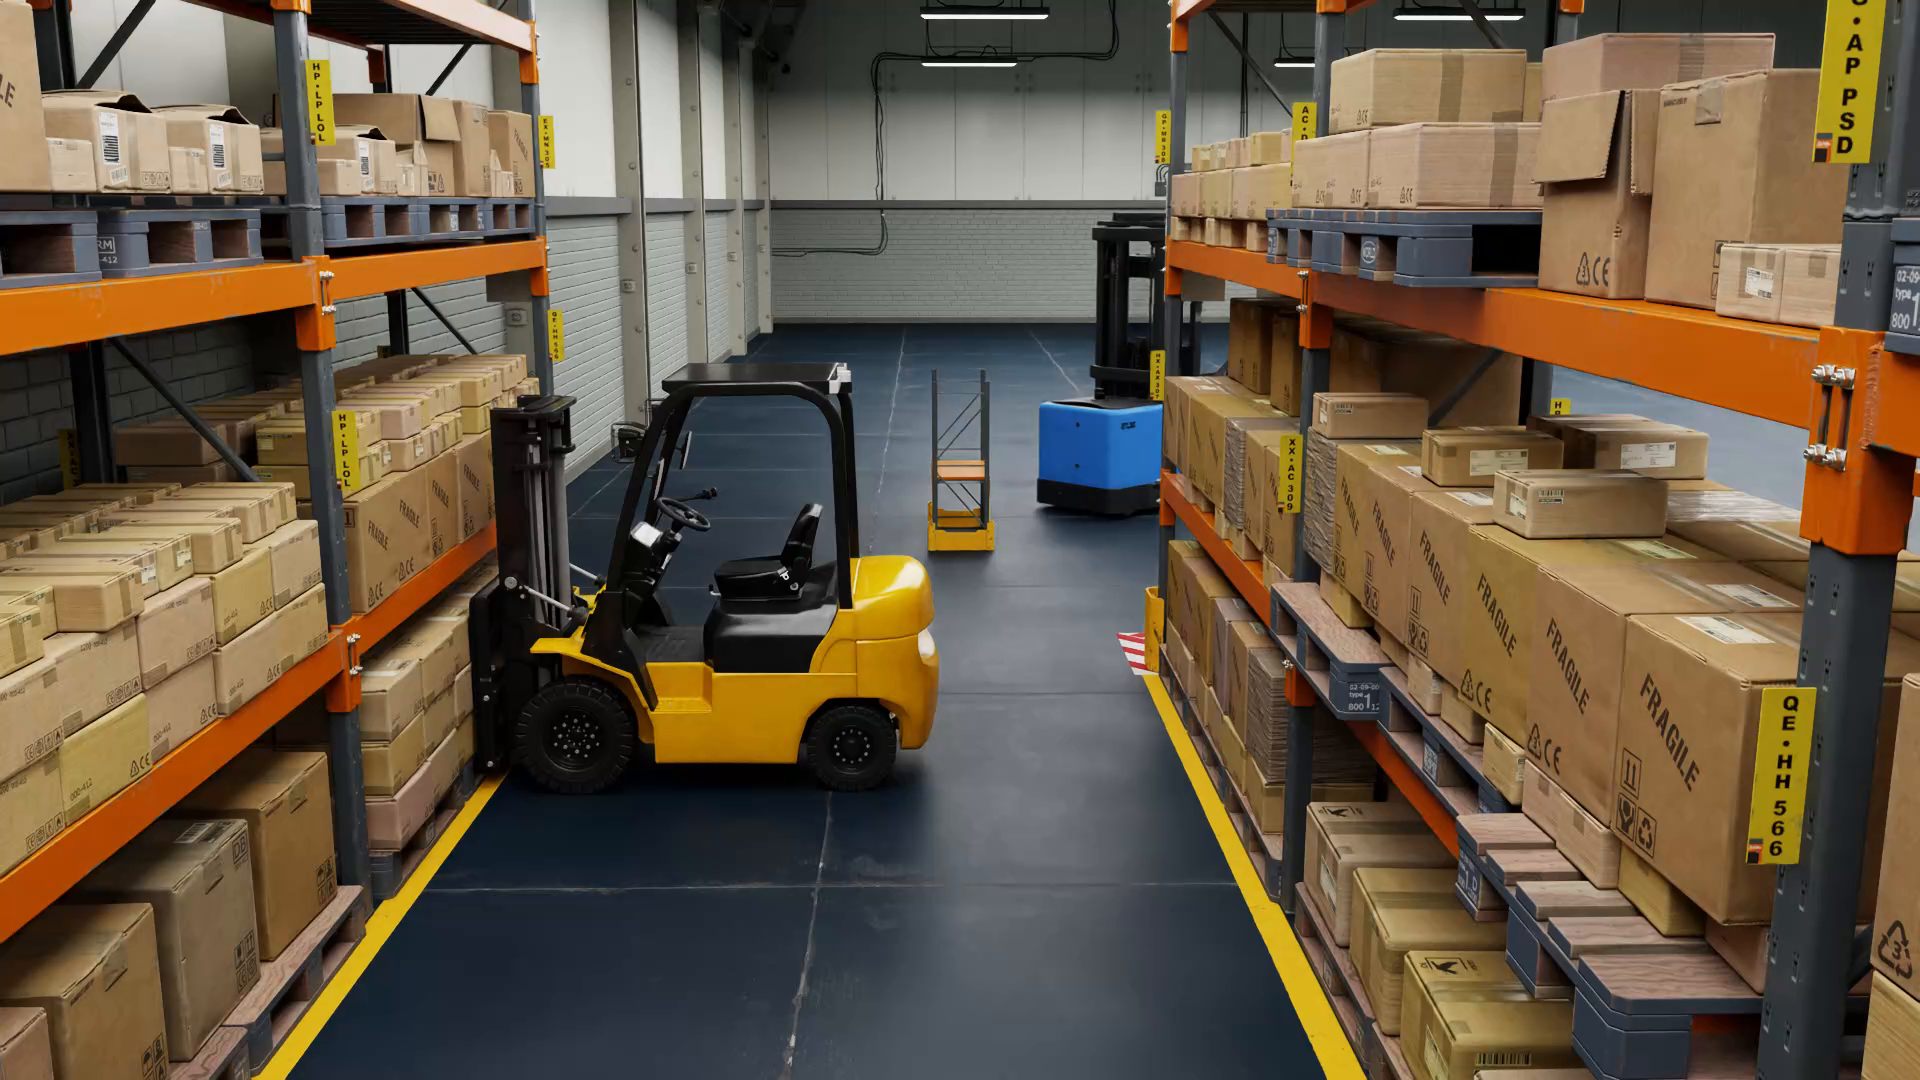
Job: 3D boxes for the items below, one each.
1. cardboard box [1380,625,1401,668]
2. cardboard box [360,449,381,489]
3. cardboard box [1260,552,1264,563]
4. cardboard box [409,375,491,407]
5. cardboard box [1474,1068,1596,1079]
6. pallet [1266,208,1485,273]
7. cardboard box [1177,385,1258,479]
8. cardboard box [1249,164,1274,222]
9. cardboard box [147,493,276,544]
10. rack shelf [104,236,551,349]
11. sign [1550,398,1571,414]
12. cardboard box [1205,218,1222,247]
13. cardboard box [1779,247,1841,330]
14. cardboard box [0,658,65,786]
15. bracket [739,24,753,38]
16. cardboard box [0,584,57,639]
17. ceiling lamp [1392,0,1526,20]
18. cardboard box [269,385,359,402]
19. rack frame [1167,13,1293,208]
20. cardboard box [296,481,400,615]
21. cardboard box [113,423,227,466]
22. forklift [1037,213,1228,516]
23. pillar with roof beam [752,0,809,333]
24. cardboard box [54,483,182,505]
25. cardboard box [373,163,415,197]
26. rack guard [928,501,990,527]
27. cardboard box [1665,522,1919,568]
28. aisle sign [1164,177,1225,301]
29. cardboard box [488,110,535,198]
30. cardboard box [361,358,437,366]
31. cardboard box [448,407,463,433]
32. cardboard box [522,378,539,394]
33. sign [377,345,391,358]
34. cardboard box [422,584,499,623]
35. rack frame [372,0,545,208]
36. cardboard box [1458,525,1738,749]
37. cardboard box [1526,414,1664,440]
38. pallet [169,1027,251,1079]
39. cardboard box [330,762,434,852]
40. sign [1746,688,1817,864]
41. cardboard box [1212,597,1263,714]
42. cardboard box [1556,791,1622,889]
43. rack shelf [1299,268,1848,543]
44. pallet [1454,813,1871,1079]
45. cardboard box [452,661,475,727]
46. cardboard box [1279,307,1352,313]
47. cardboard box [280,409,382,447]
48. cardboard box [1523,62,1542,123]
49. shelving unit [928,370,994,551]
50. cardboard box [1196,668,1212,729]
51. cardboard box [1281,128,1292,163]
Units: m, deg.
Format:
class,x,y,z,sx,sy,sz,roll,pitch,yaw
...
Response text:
class,x,y,z,sx,sy,sz,roll,pitch,yaw
cardboard box,1.649,0.333,5.641,0.380,0.149,0.250,0,11,0
cardboard box,-2.802,-0.314,7.373,0.380,0.149,0.250,0,11,0
cardboard box,1.669,0.056,8.059,0.380,0.149,0.250,0,11,-2
cardboard box,-2.789,-0.816,9.096,0.380,0.149,0.250,0,11,0
cardboard box,1.969,1.765,4.557,0.950,0.372,0.625,0,11,-2
pallet,1.817,-1.108,6.093,1.213,0.211,1.003,0,11,-1
cardboard box,1.575,-0.644,9.882,0.500,0.500,0.500,0,11,1
cardboard box,1.621,-1.582,7.589,0.500,0.250,0.500,0,11,-2
cardboard box,-2.799,-0.080,6.218,0.380,0.149,0.250,0,11,-2
rack shelf,-3.093,-1.347,8.609,1.077,0.370,4.000,0,11,-1
sign,2.466,-0.423,6.879,0.100,0.325,0.005,0,11,-1
cardboard box,1.541,-1.671,9.028,0.380,0.149,0.250,0,11,-1
cardboard box,1.777,-0.466,3.092,0.380,0.149,0.250,0,11,-1
cardboard box,-2.736,0.499,4.365,0.500,0.250,0.500,-1,11,-3
bracket,-4.153,-9.879,32.256,0.235,0.232,0.430,0,11,-1
cardboard box,-2.820,0.224,4.717,0.380,0.149,0.250,0,11,-1
ceiling lamp,7.764,-9.720,25.846,2.000,3.185,0.800,0,11,-1
cardboard box,-3.328,-0.712,8.582,0.380,0.149,0.250,0,11,0
rack frame,1.828,-3.588,10.303,1.000,3.000,0.127,0,11,-1
cardboard box,-2.800,0.030,7.306,0.500,0.500,0.500,-1,11,-3
cardboard box,-3.360,-0.406,7.078,0.380,0.149,0.250,0,11,-1
forklift,2.174,-1.896,17.222,1.130,2.935,3.031,11,16,44
pillar with roof beam,-0.337,-9.406,38.980,9.100,9.000,0.548,0,11,-1
cardboard box,-3.259,-0.128,6.452,0.380,0.149,0.250,0,11,-2
cardboard box,-2.773,-1.677,7.750,0.380,0.149,0.250,0,11,1
rack guard,-0.012,-0.237,15.788,0.587,0.250,0.087,0,11,-1
cardboard box,2.180,0.242,4.455,0.500,0.500,0.500,0,11,0
aisle sign,1.517,-1.933,10.695,0.394,0.787,0.004,0,11,-1
cardboard box,-2.881,-2.314,10.006,0.500,0.500,0.500,0,11,1
cardboard box,-3.398,-1.019,10.096,0.380,0.149,0.250,0,11,1
cardboard box,-2.881,-0.621,8.884,0.380,0.149,0.250,0,11,-2
cardboard box,-2.847,-0.926,10.386,0.380,0.149,0.250,0,11,0
sign,-3.689,-1.089,10.696,0.100,0.325,0.005,0,11,-1
cardboard box,-2.773,0.418,8.991,0.500,0.250,0.500,0,11,-2
rack frame,-3.134,-3.567,10.198,1.000,3.000,0.127,0,11,-1
cardboard box,1.673,0.250,4.420,0.500,0.500,0.500,-1,12,-5
cardboard box,2.174,-0.343,5.711,0.380,0.149,0.250,-1,11,-3
pallet,-2.969,1.924,5.233,1.003,0.211,1.213,0,11,-1
cardboard box,-2.730,1.213,7.588,0.500,0.250,0.500,0,11,-1
sign,1.451,0.418,2.933,0.100,0.325,0.005,0,11,-1
cardboard box,1.607,0.602,8.709,0.500,0.500,0.500,0,11,2
cardboard box,1.624,0.693,3.867,0.380,0.149,0.250,0,11,-2
rack shelf,1.952,-0.573,4.793,1.077,0.370,4.000,0,11,-1
pallet,1.873,0.895,3.776,1.213,0.211,1.003,0,11,-1
cardboard box,-2.764,0.768,8.524,0.500,0.250,0.500,0,11,-2
cardboard box,2.174,-1.030,9.270,0.700,0.500,0.500,0,11,-2
cardboard box,-2.871,-0.511,7.594,0.380,0.149,0.250,0,11,-2
cardboard box,2.050,-1.585,6.040,0.500,0.250,0.500,0,11,0
shelving unit,-0.002,-0.750,15.176,0.587,1.500,1.083,0,11,-1
cardboard box,1.596,0.865,9.300,0.500,0.250,0.500,1,11,3
cardboard box,1.604,-1.704,7.187,0.380,0.149,0.250,-1,11,-3
